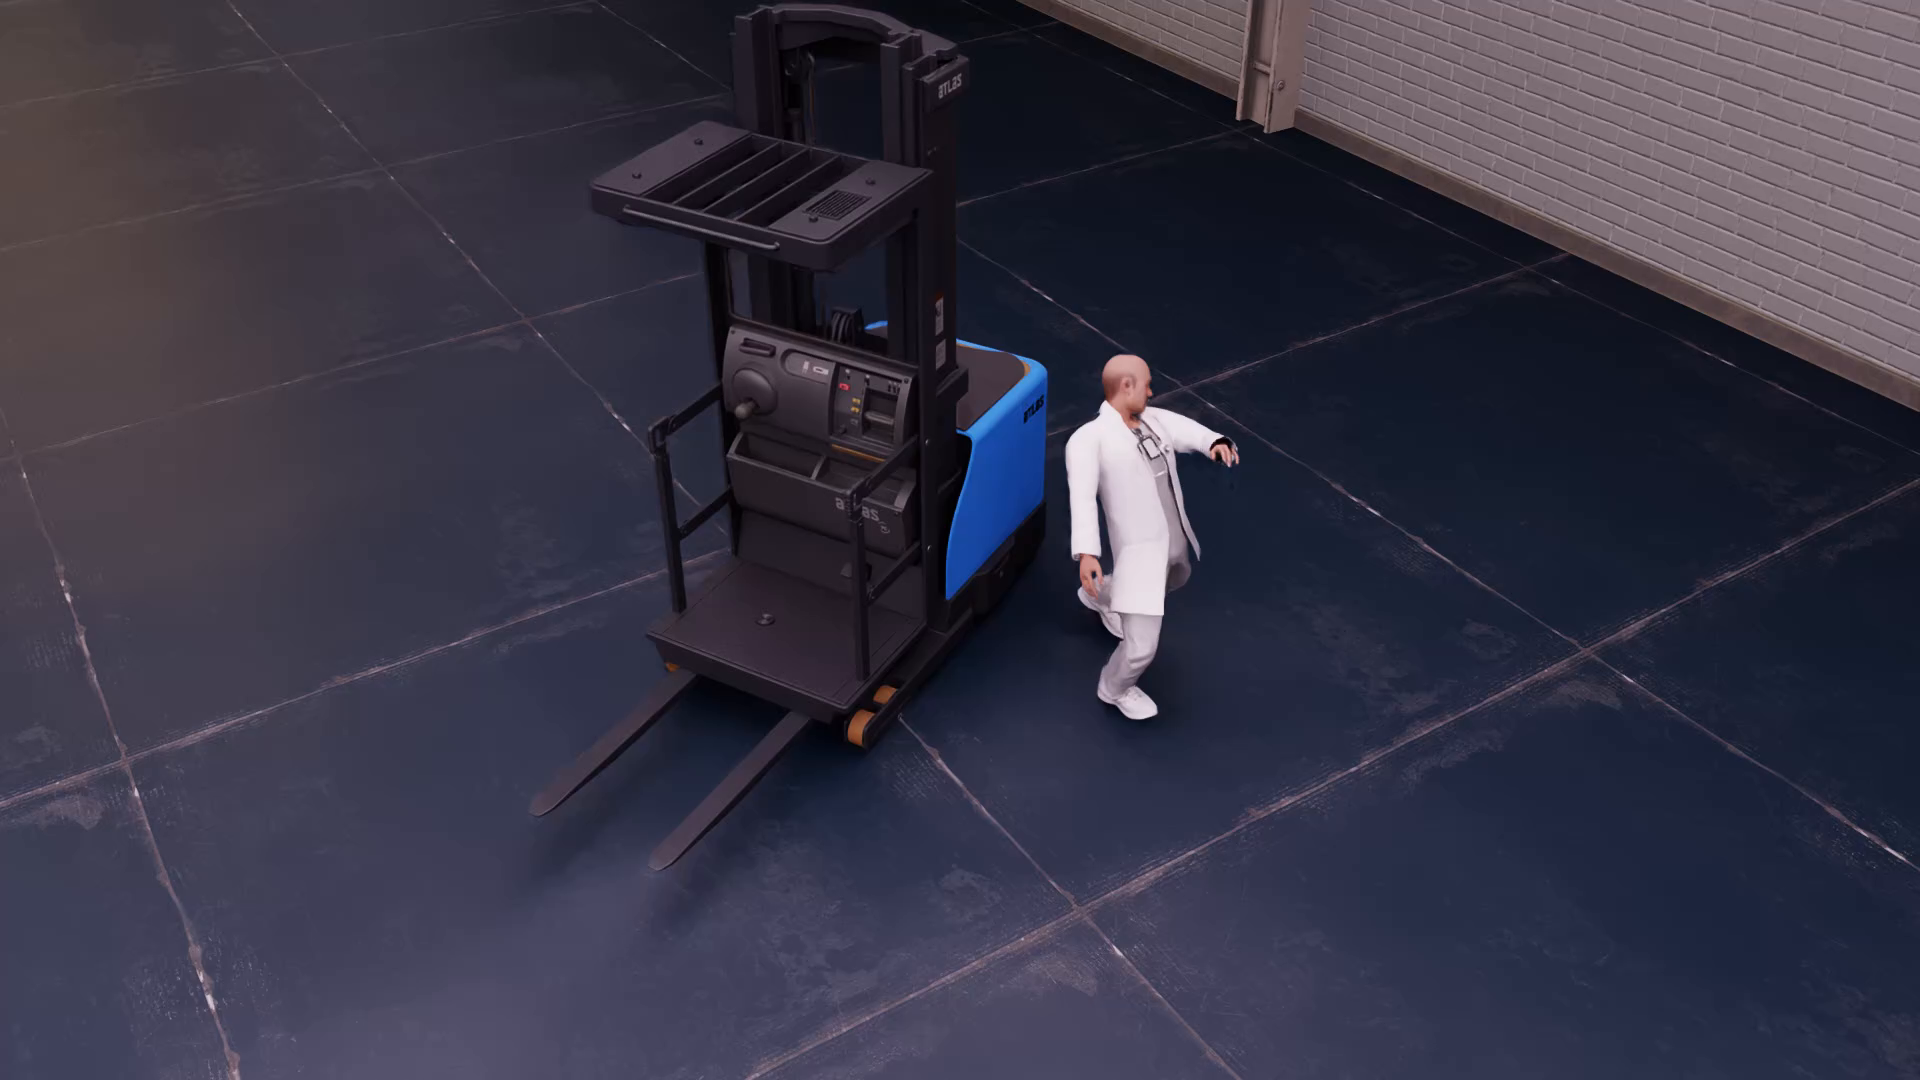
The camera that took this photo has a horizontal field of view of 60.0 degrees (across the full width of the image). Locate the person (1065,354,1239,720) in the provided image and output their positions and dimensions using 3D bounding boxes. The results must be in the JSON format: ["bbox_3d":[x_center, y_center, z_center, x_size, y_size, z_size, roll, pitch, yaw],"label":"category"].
[{"bbox_3d":[0.733,0.065,7.234,0.886,1.546,0.990,20,40,26],"label":"person"}]

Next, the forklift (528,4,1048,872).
[{"bbox_3d":[-0.721,-0.579,6.972,1.130,2.935,3.031,18,39,24],"label":"forklift"}]
